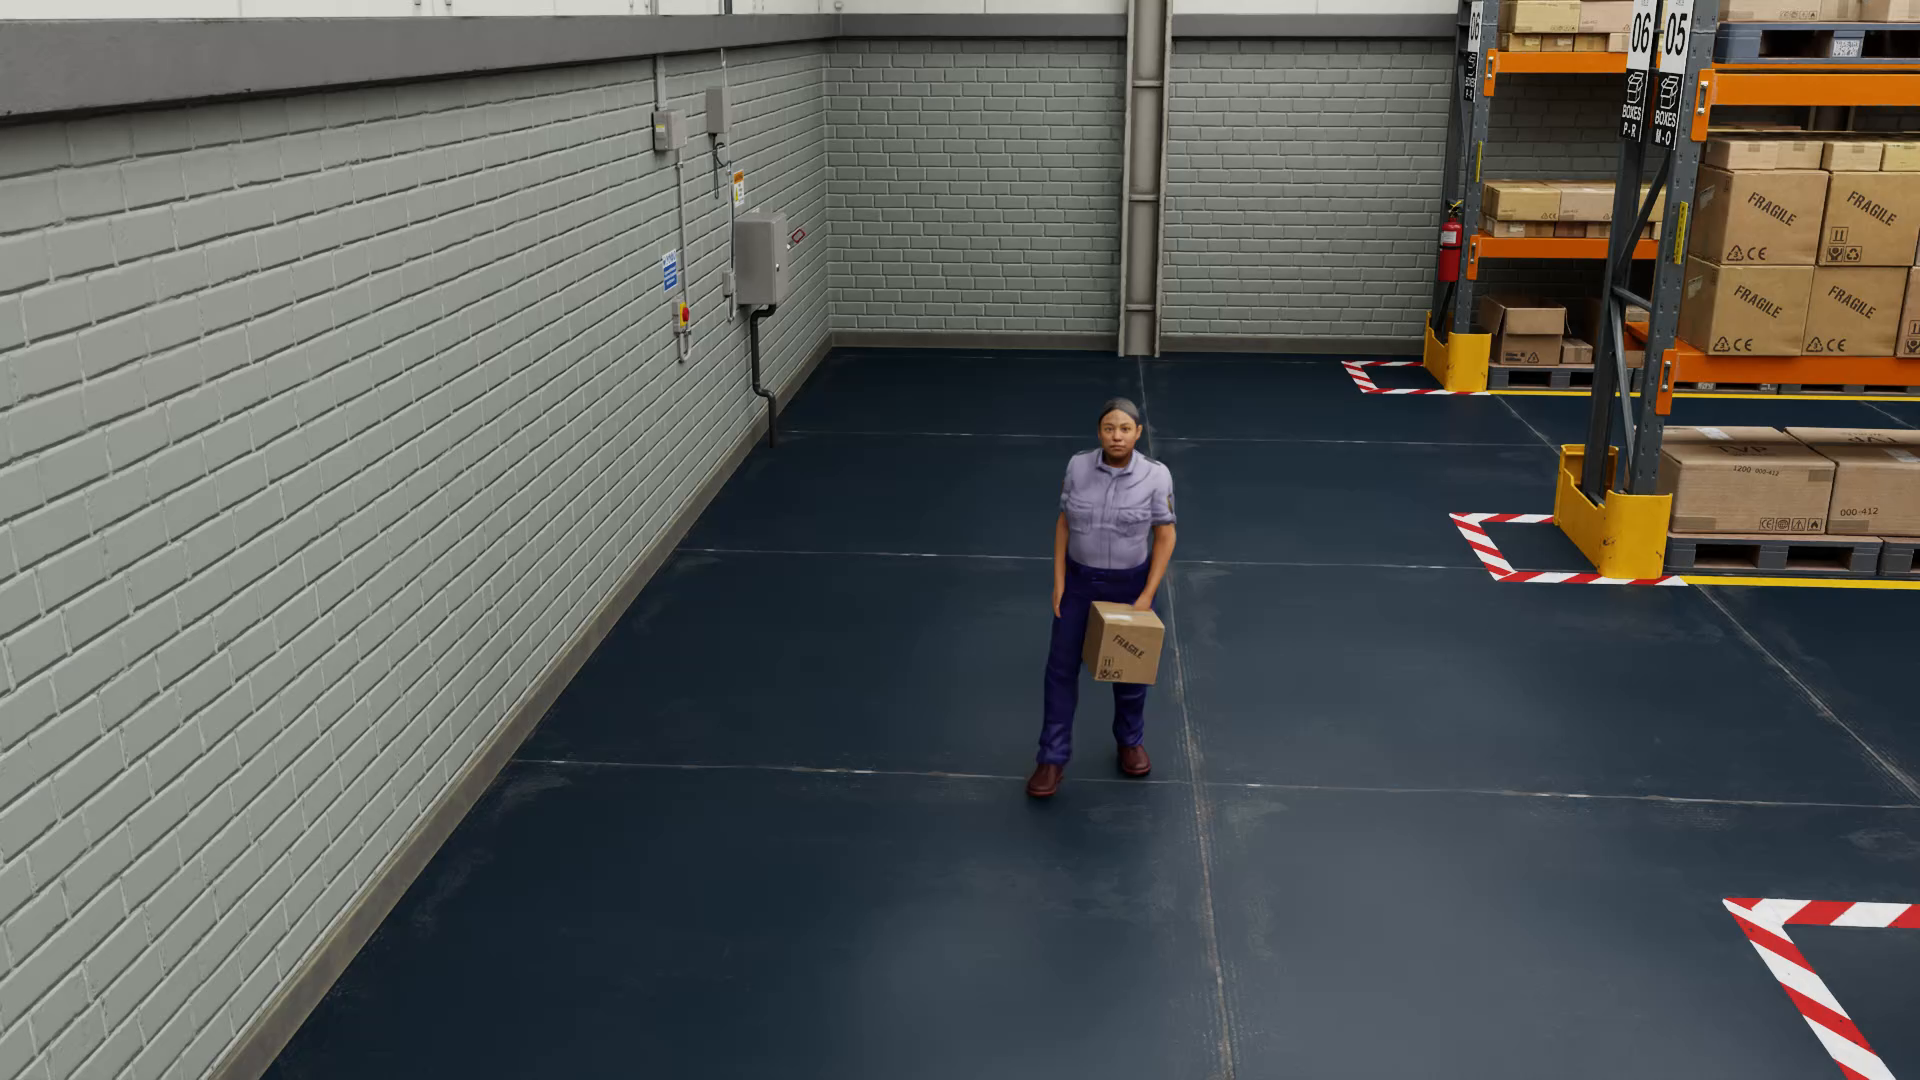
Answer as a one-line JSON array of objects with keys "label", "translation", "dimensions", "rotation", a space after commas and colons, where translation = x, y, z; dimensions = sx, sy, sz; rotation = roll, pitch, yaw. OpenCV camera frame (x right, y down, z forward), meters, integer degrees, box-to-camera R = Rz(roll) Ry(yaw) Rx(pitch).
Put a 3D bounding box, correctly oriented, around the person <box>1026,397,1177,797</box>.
[{"label": "person", "translation": [0.596, 0.233, 6.821], "dimensions": [0.552, 1.641, 0.668], "rotation": [4, 18, 11]}]
